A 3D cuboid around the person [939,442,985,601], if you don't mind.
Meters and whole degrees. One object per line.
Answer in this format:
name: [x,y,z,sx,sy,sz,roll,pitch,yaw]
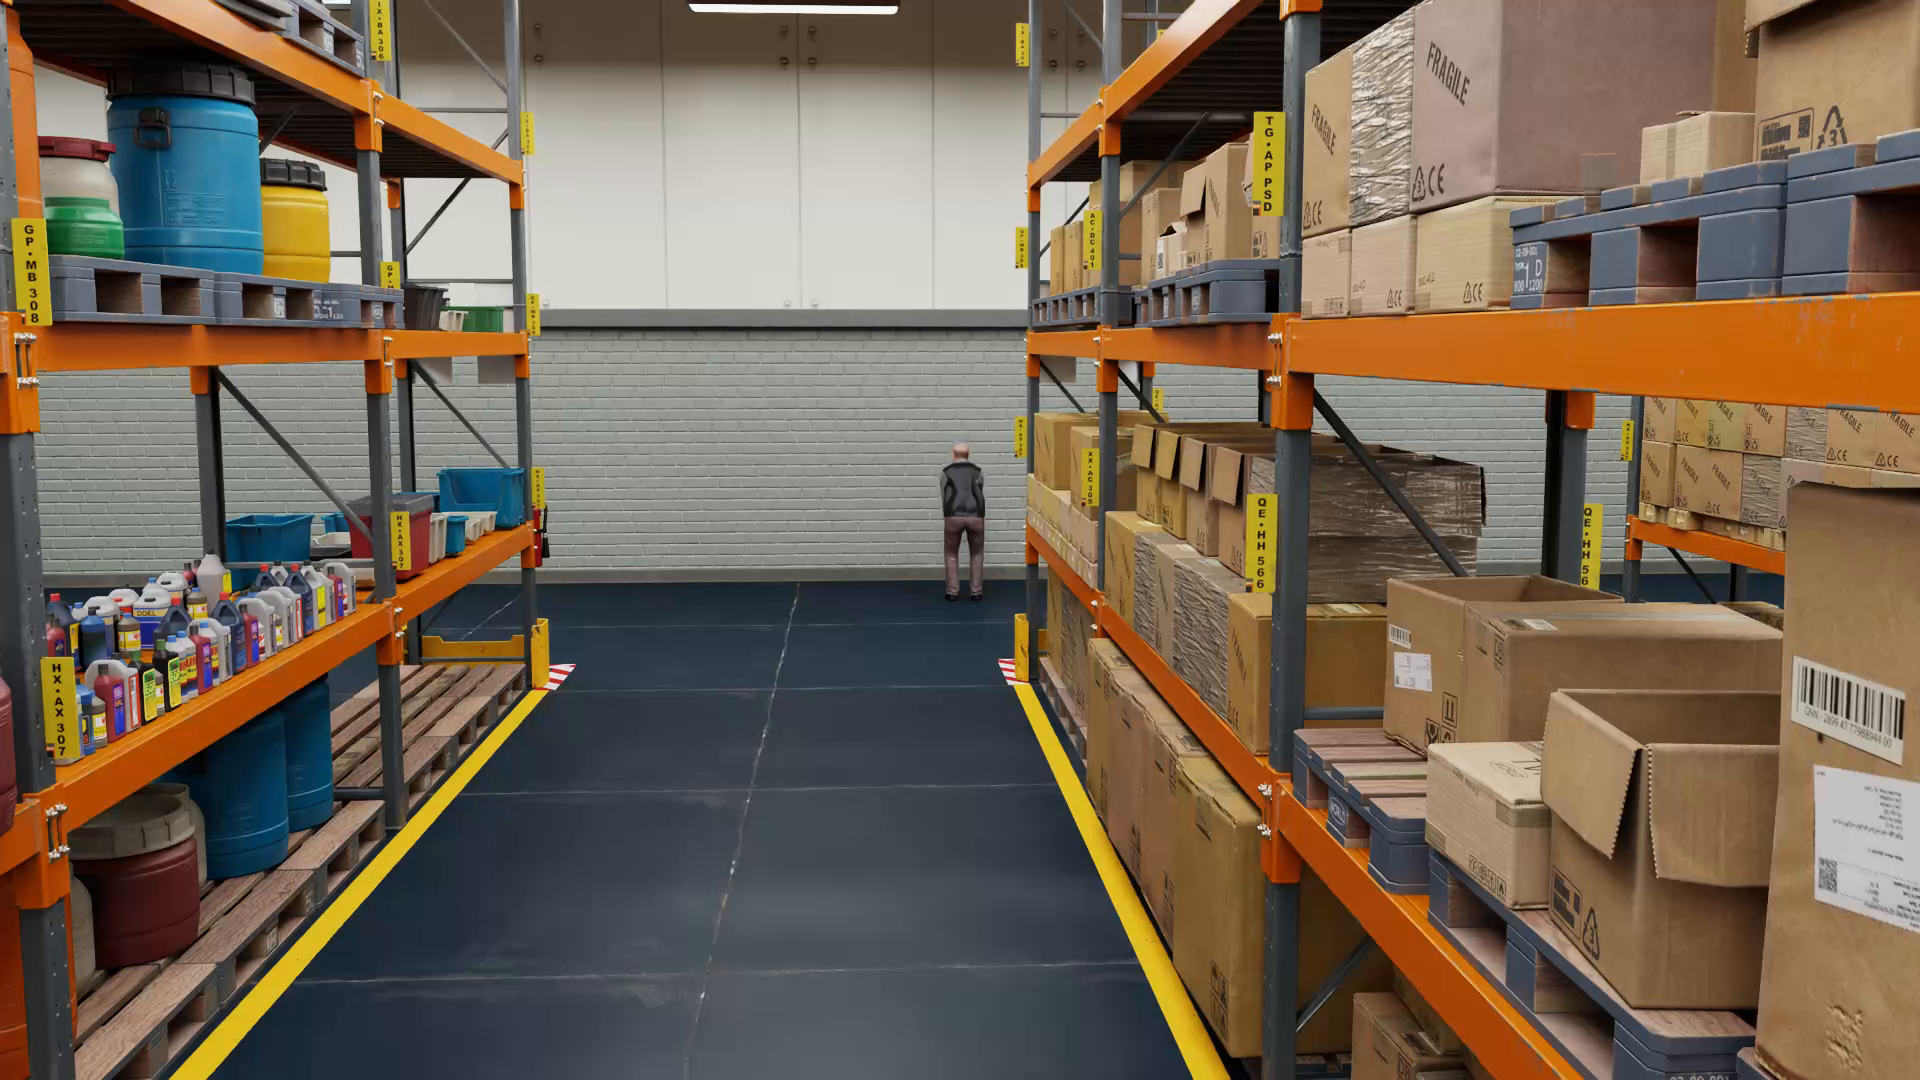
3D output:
person: [0.023,-0.201,17.770,0.479,1.672,0.601,-1,7,-5]
